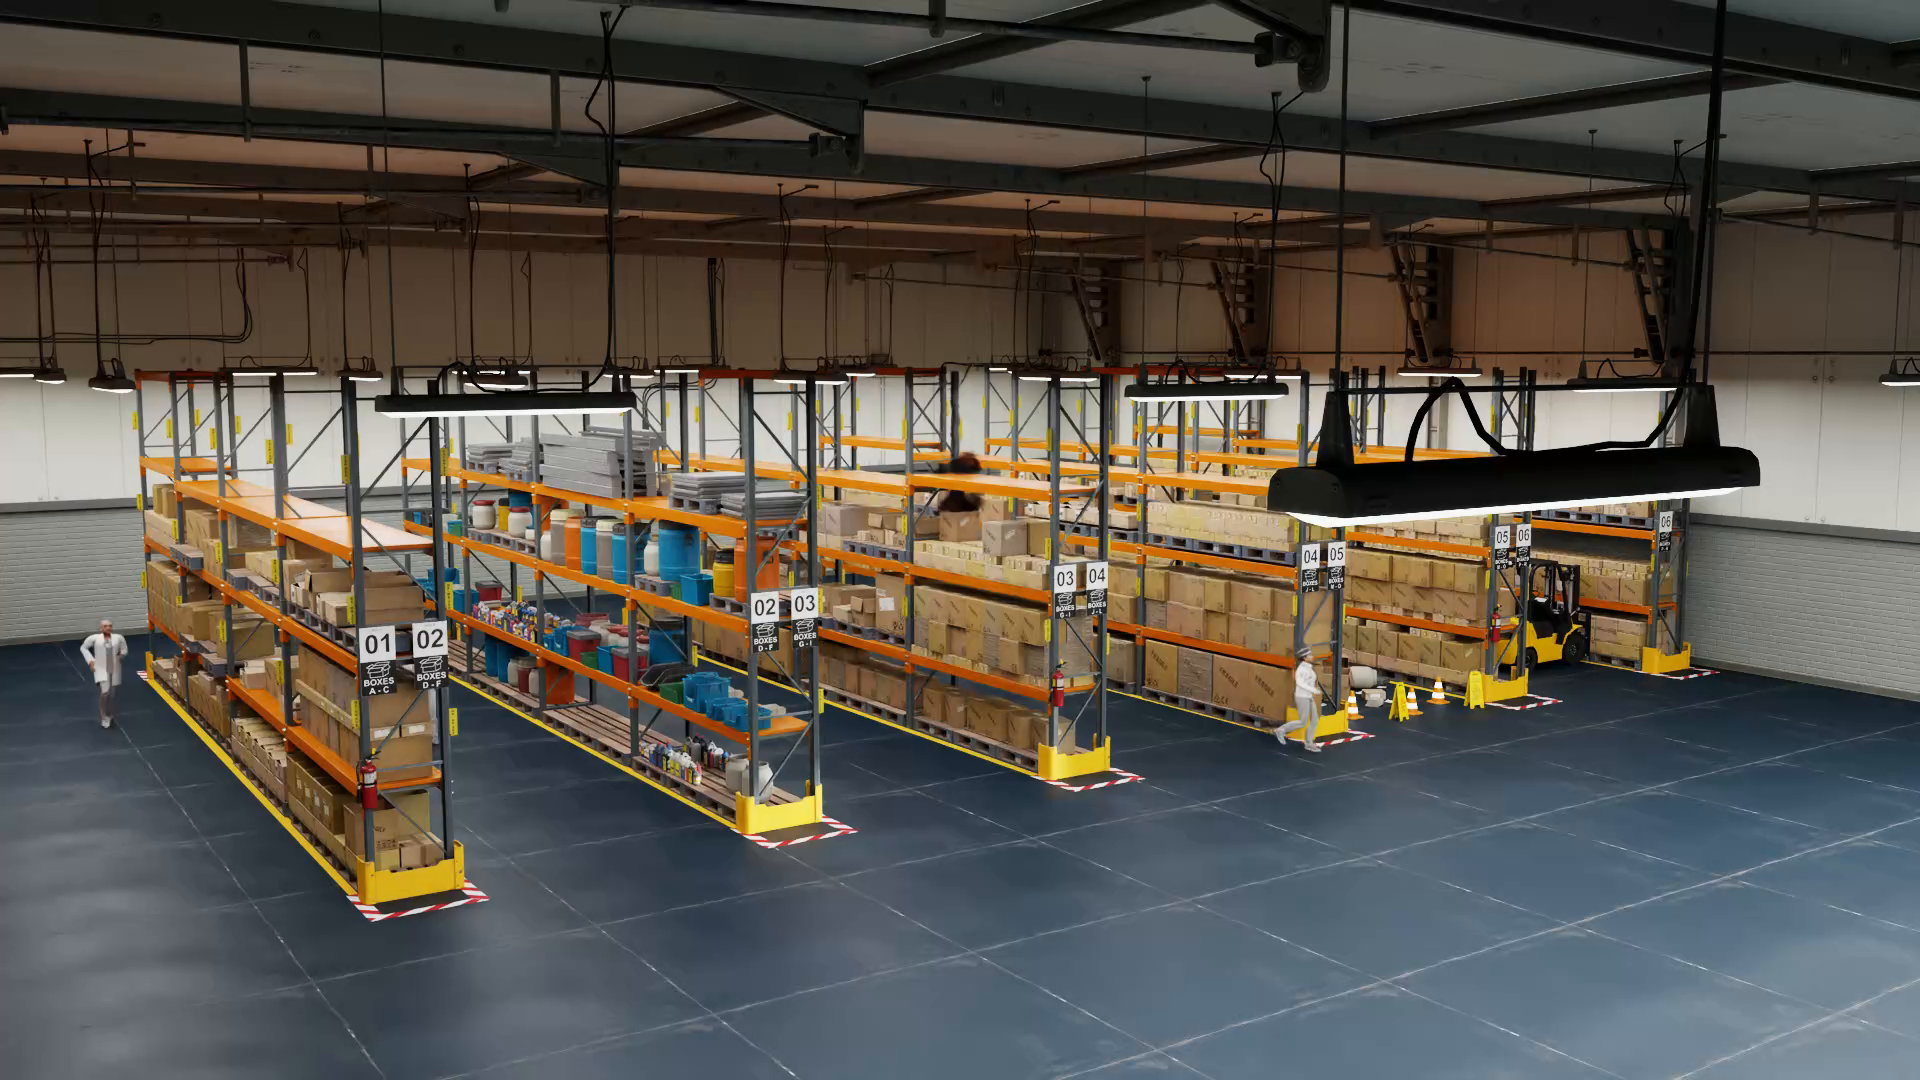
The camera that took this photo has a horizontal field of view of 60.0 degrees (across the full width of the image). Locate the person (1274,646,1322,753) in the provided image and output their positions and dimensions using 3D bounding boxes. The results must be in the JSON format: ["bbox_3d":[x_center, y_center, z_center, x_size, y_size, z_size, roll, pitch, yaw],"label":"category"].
[{"bbox_3d":[5.441,2.523,26.541,0.737,1.683,0.634,3,7,21],"label":"person"}]

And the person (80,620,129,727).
[{"bbox_3d":[-14.515,2.269,28.324,0.681,1.837,0.824,-6,9,-43],"label":"person"}]

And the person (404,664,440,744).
[{"bbox_3d":[-8.743,2.443,27.021,0.607,1.651,0.941,-6,8,-40],"label":"person"}]
